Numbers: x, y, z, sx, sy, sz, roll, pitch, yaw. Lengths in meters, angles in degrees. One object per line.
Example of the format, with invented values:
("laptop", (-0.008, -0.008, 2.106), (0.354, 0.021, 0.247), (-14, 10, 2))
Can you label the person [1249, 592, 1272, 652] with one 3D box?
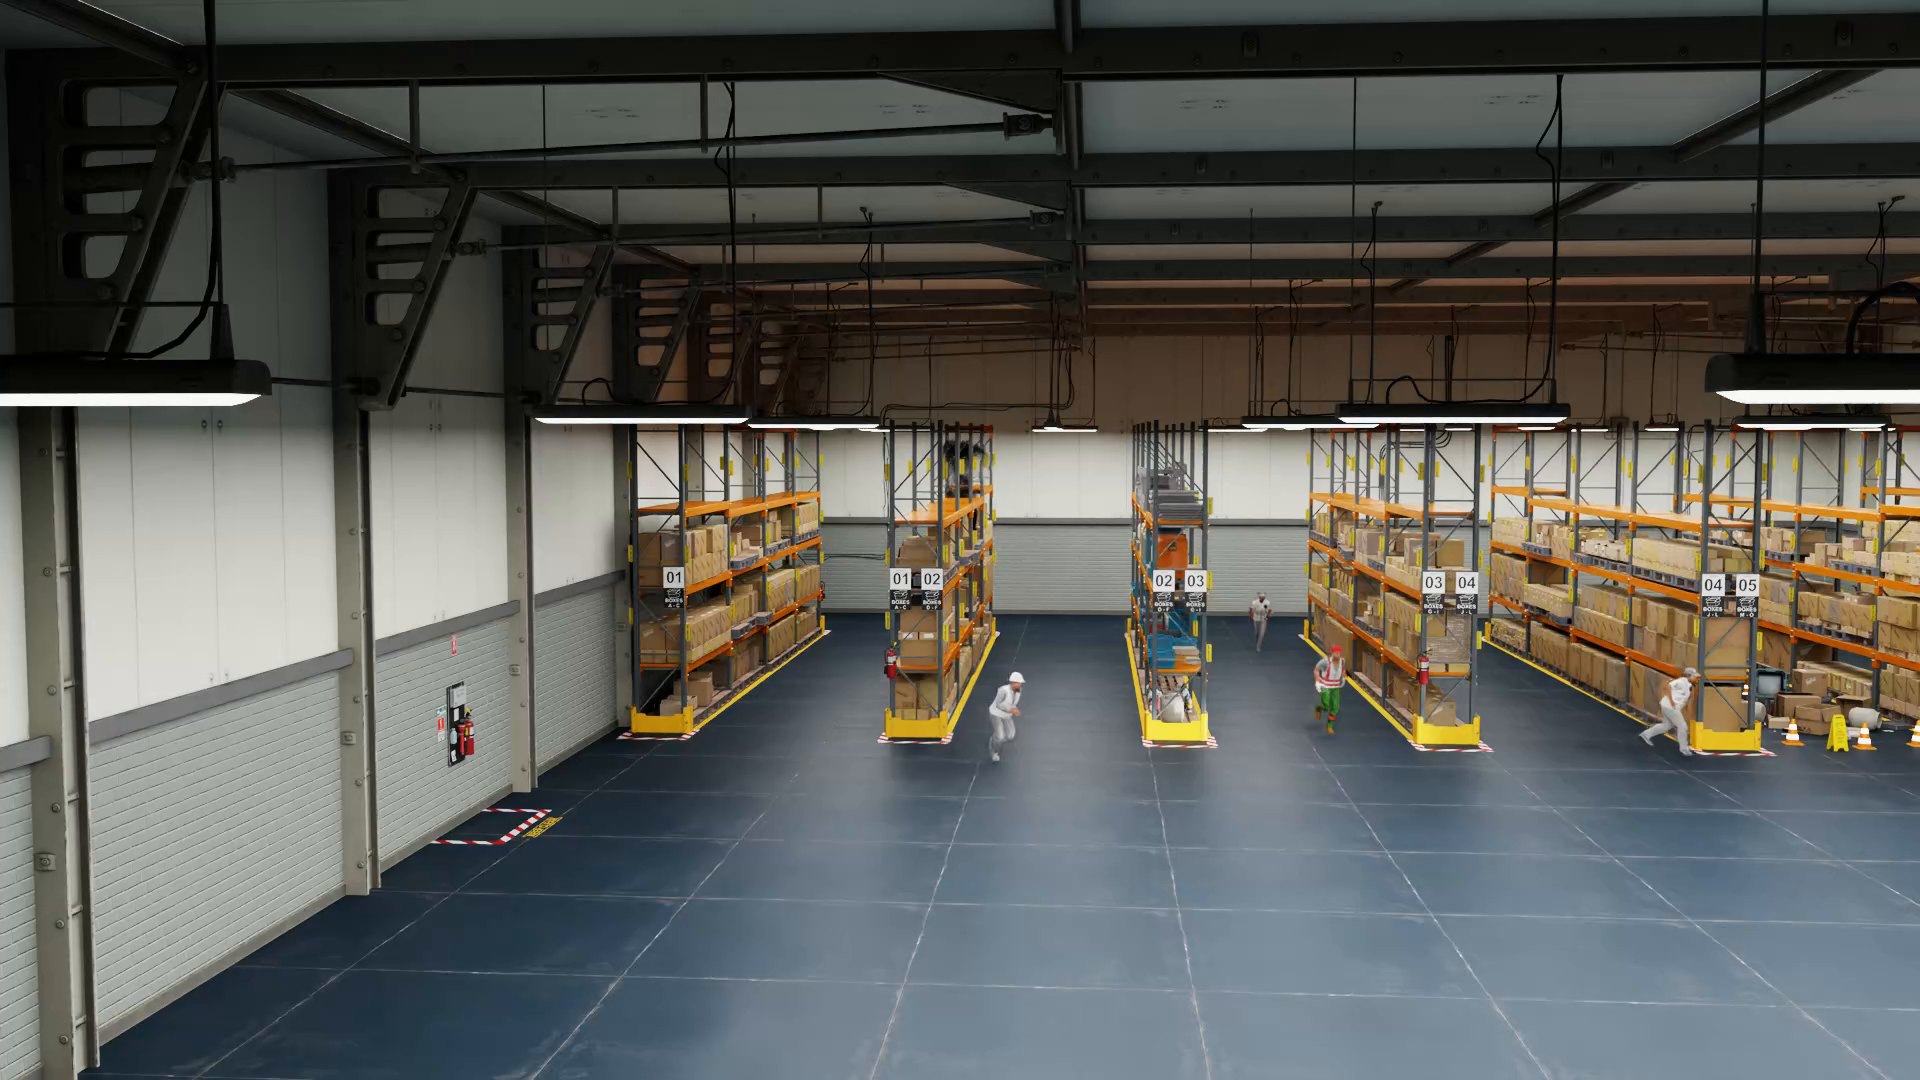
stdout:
("person", (7.968, 2.152, 44.110), (0.566, 1.621, 0.732), (0, 4, 1))

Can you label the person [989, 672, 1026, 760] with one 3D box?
("person", (0.836, 3.085, 29.179), (0.683, 1.589, 0.829), (-4, 5, -45))

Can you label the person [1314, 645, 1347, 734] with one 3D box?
("person", (7.128, 2.855, 32.122), (0.658, 1.722, 0.910), (-1, 4, -19))

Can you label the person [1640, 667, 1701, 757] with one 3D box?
("person", (12.736, 3.068, 29.837), (1.020, 1.627, 0.642), (3, 5, 40))
